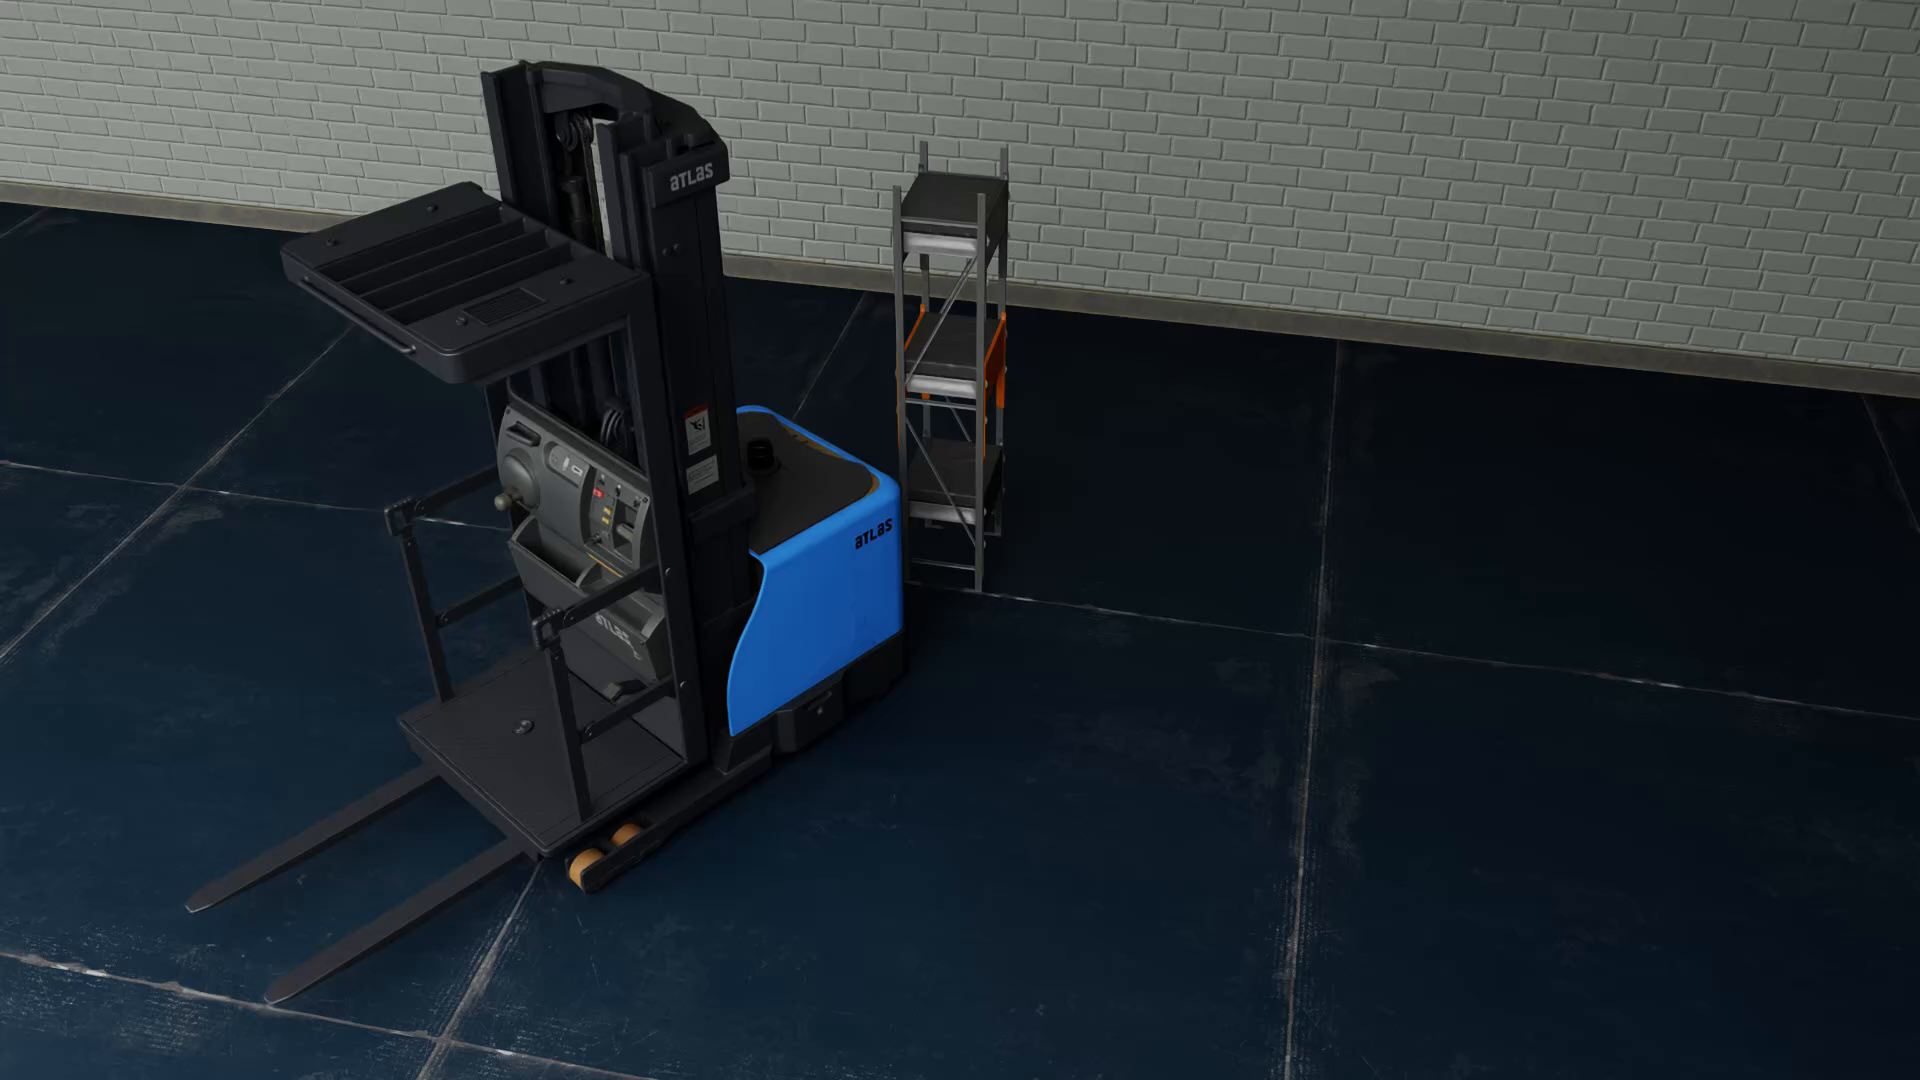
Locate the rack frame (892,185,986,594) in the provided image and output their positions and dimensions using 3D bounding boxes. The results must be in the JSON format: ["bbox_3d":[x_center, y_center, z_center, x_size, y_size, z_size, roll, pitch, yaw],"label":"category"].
[{"bbox_3d":[-0.087,-0.615,7.580,0.400,2.100,0.015,7,37,10],"label":"rack frame"}]

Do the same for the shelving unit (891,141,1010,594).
[{"bbox_3d":[-0.035,-0.755,7.773,0.431,2.100,0.503,7,37,10],"label":"shelving unit"}]

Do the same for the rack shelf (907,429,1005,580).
[{"bbox_3d":[-0.035,-0.177,8.192,0.431,0.518,0.480,7,37,10],"label":"rack shelf"}]

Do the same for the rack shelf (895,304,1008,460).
[{"bbox_3d":[-0.035,-0.744,7.781,0.431,0.518,0.480,7,37,10],"label":"rack shelf"}]

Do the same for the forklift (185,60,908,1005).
[{"bbox_3d":[-1.623,-0.138,6.213,1.130,2.935,3.031,30,45,34],"label":"forklift"}]

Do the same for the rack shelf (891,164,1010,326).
[{"bbox_3d":[-0.035,-1.311,7.370,0.431,0.518,0.480,7,37,10],"label":"rack shelf"}]

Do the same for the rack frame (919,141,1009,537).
[{"bbox_3d":[0.017,-0.895,7.966,0.400,2.100,0.015,7,37,10],"label":"rack frame"}]
